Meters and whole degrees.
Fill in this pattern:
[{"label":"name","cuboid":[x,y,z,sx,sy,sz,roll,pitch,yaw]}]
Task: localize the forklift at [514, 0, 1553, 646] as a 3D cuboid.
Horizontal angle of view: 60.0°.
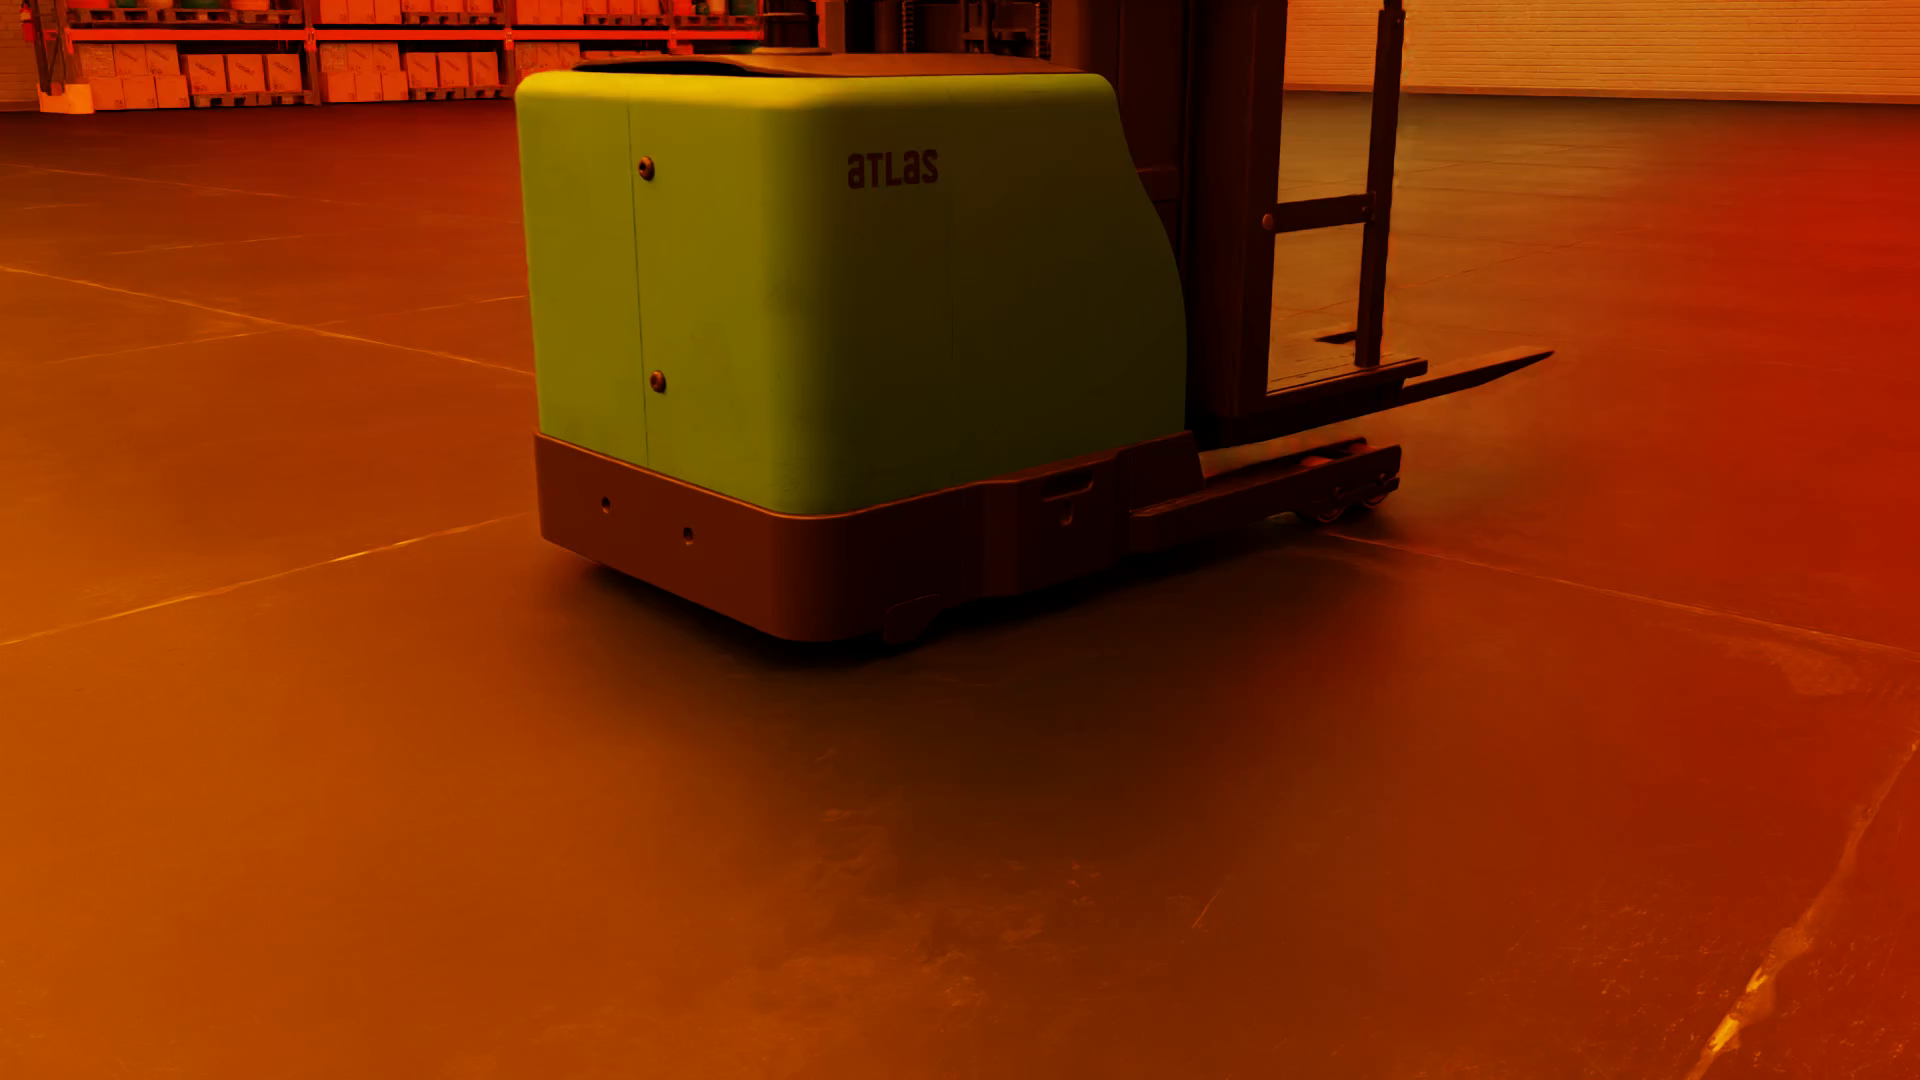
[{"label":"forklift","cuboid":[0.479,-1.542,3.974,3.031,2.935,1.130,-15,22,-41]}]
